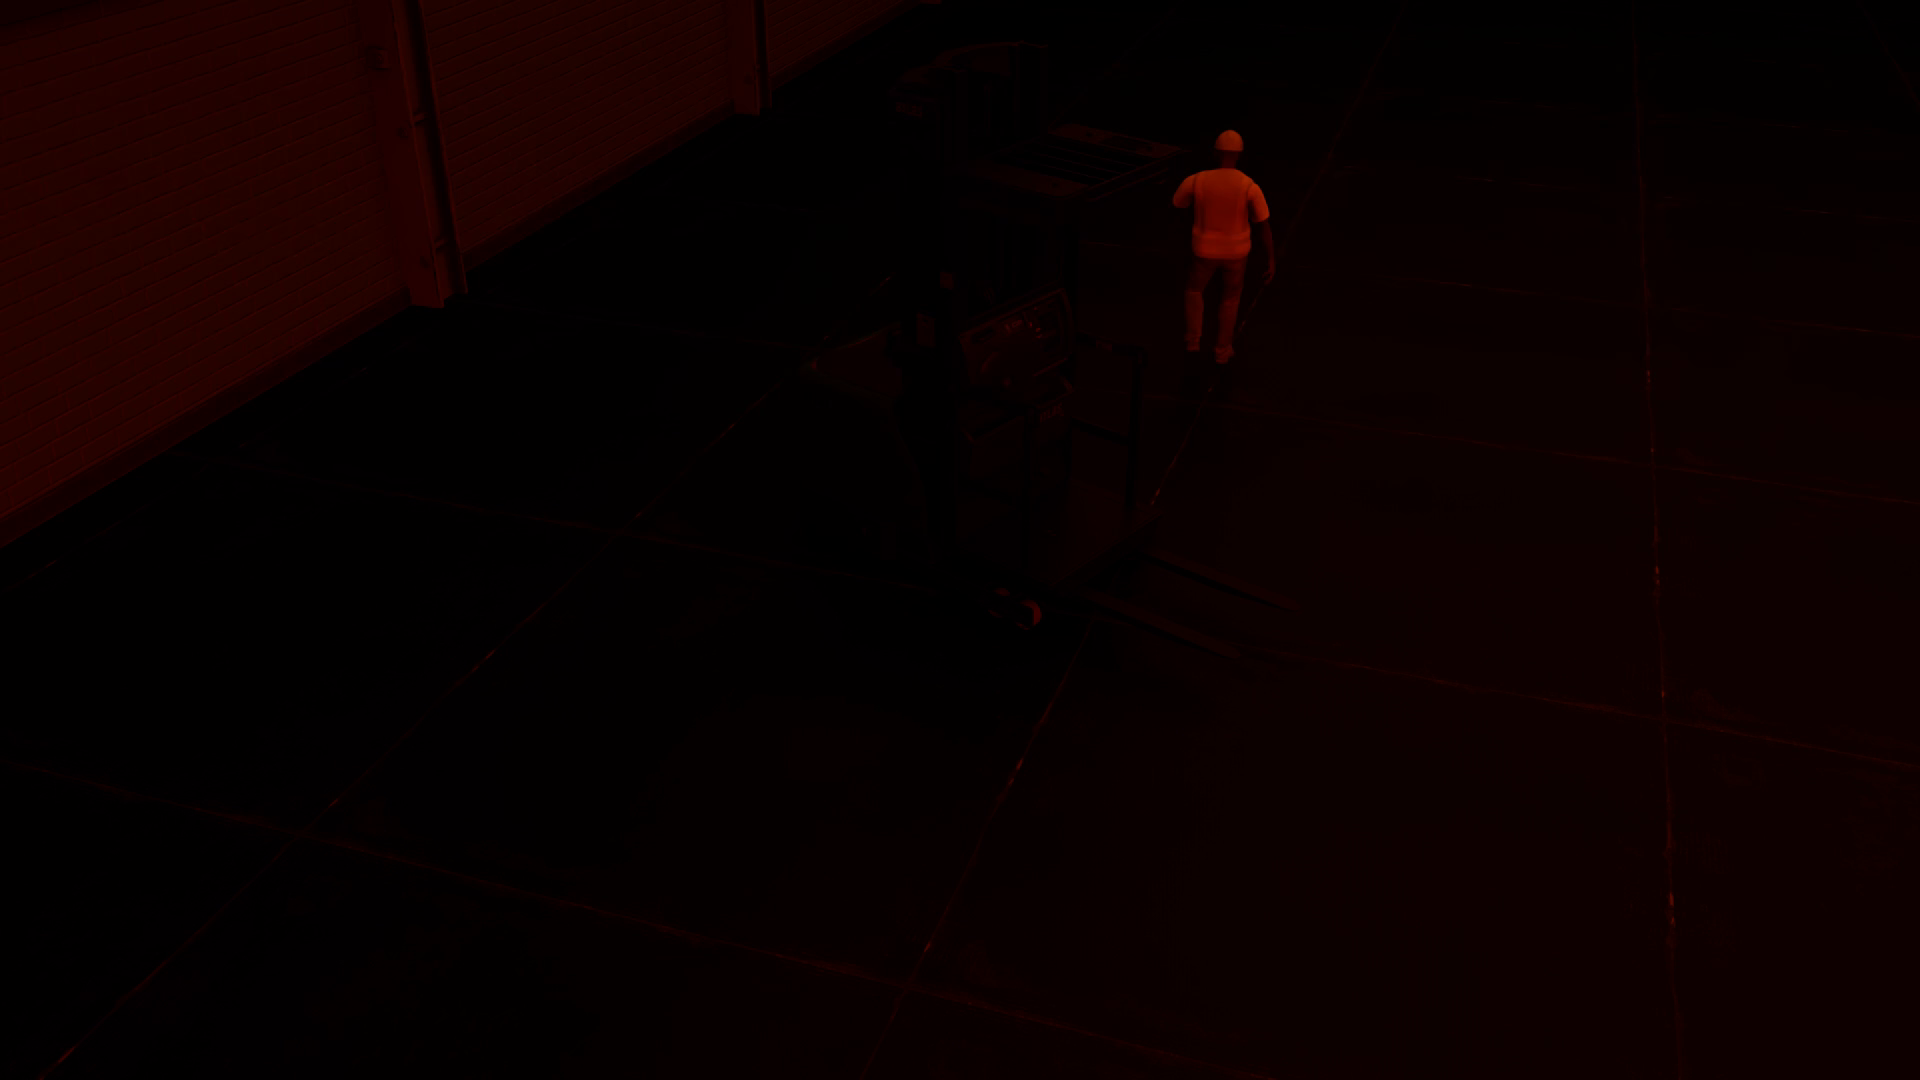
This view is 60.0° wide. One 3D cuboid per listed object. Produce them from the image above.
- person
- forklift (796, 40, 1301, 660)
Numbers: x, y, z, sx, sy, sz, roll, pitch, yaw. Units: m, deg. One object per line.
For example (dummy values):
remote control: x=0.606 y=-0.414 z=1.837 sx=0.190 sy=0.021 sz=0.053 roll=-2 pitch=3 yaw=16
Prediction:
person: x=1.869 y=-2.087 z=11.993 sx=0.829 sy=1.747 sz=0.583 roll=7 pitch=30 yaw=11
forklift: x=0.477 y=-1.074 z=9.021 sx=3.031 sy=2.935 sz=1.130 roll=23 pitch=37 yaw=34
